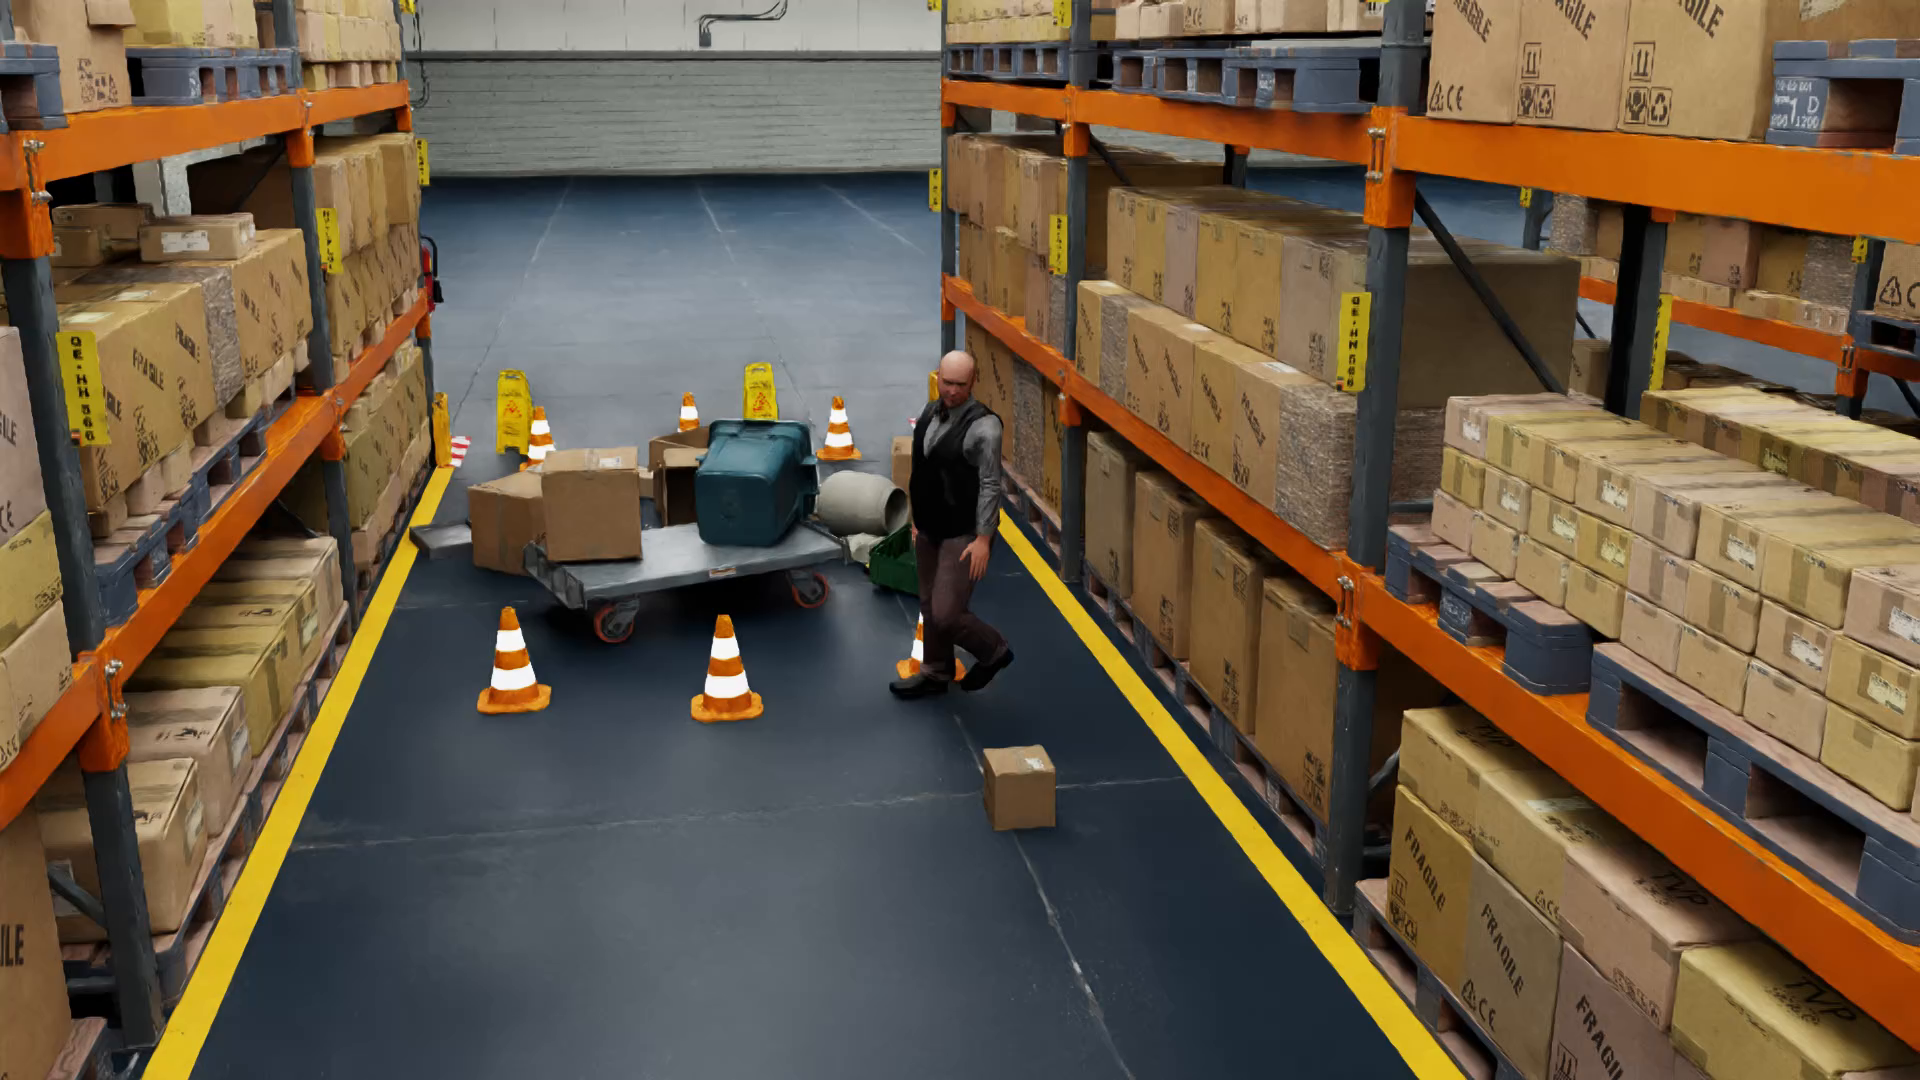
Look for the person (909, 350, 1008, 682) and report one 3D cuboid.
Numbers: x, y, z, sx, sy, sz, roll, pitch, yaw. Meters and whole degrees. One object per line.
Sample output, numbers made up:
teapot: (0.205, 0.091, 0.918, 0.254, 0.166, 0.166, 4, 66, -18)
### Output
person: (-0.008, -0.065, 7.683, 0.472, 1.652, 0.593, -12, 20, -35)
